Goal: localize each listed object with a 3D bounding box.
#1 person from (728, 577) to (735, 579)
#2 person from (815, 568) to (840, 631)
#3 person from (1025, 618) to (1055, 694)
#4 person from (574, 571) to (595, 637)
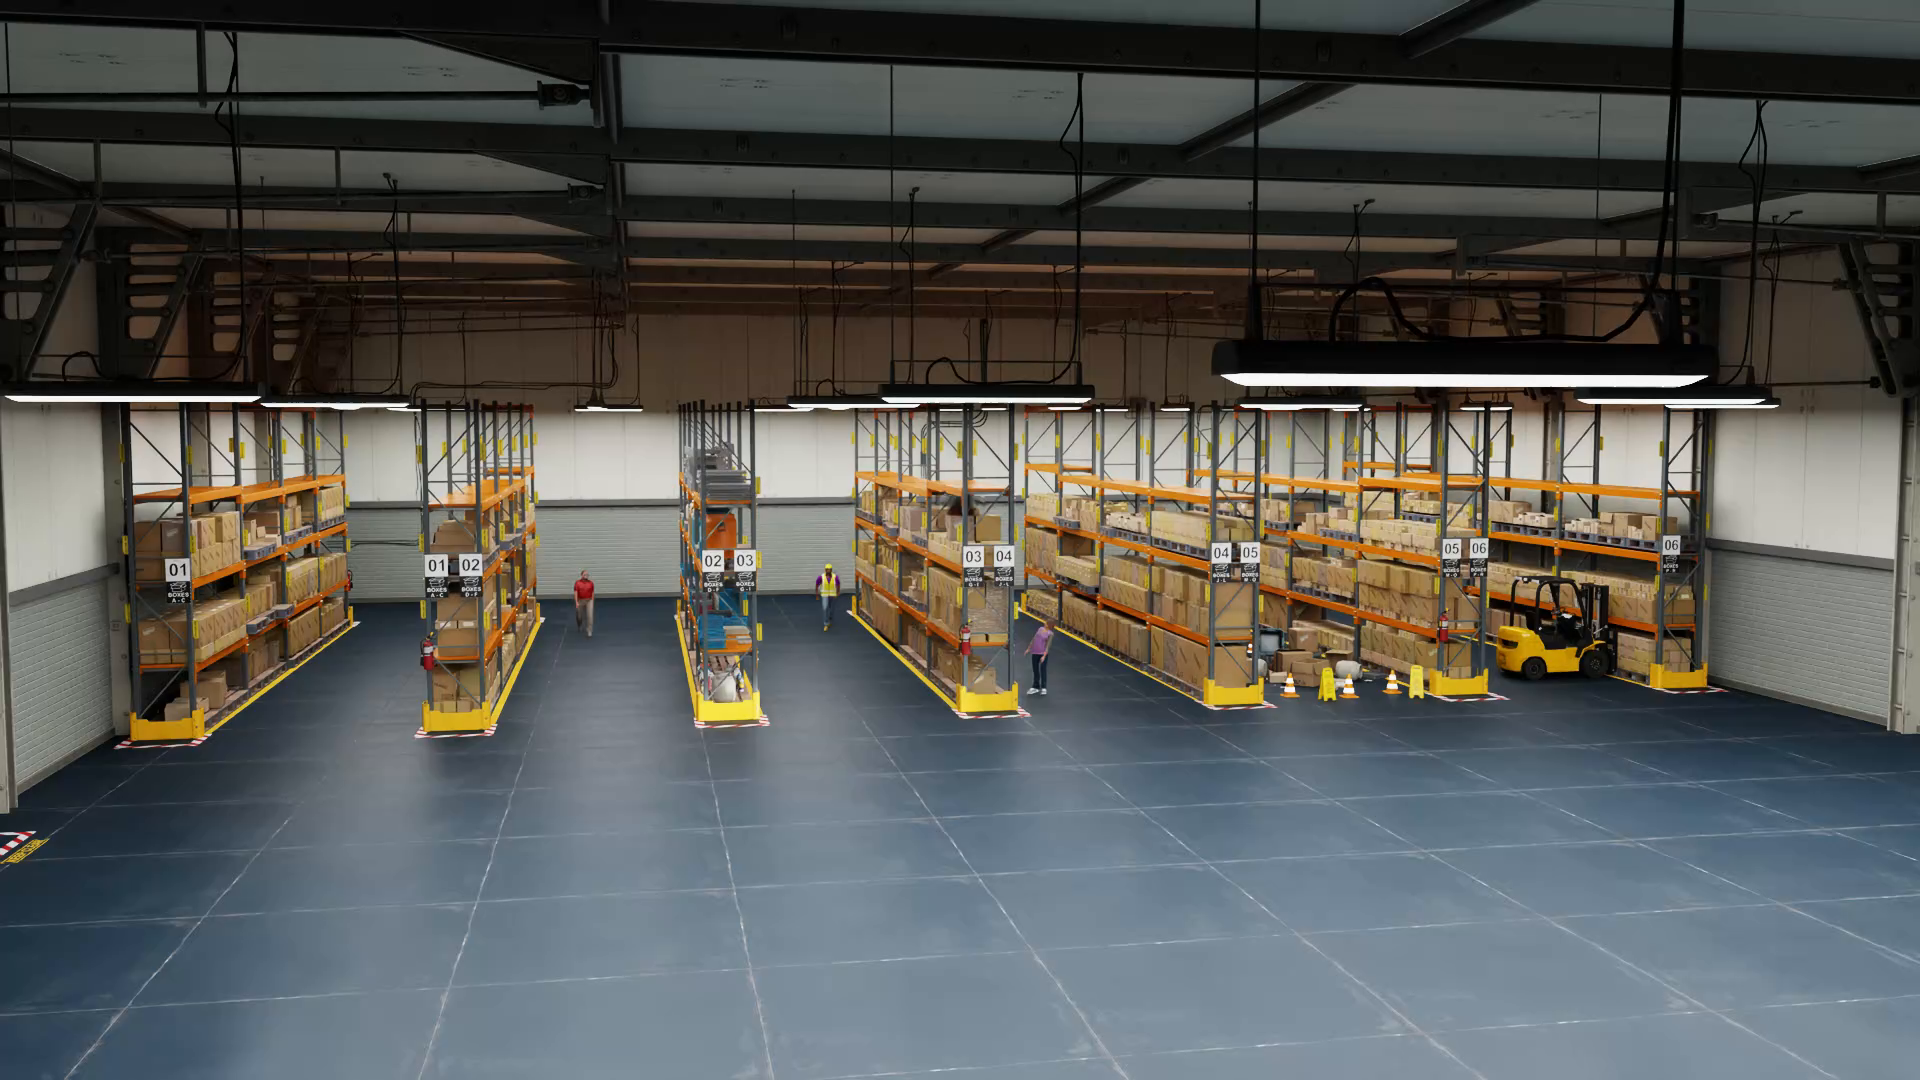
[{"bbox_3d":[-6.697,1.211,48.810,0.477,1.613,1.011,-2,5,-29],"label":"person"},{"bbox_3d":[-3.531,1.543,44.467,0.657,1.731,0.953,-1,4,-8],"label":"person"},{"bbox_3d":[1.616,2.378,34.075,0.573,1.557,0.466,2,5,27],"label":"person"},{"bbox_3d":[-9.716,1.625,43.032,0.523,1.680,0.857,-1,4,-14],"label":"person"}]
